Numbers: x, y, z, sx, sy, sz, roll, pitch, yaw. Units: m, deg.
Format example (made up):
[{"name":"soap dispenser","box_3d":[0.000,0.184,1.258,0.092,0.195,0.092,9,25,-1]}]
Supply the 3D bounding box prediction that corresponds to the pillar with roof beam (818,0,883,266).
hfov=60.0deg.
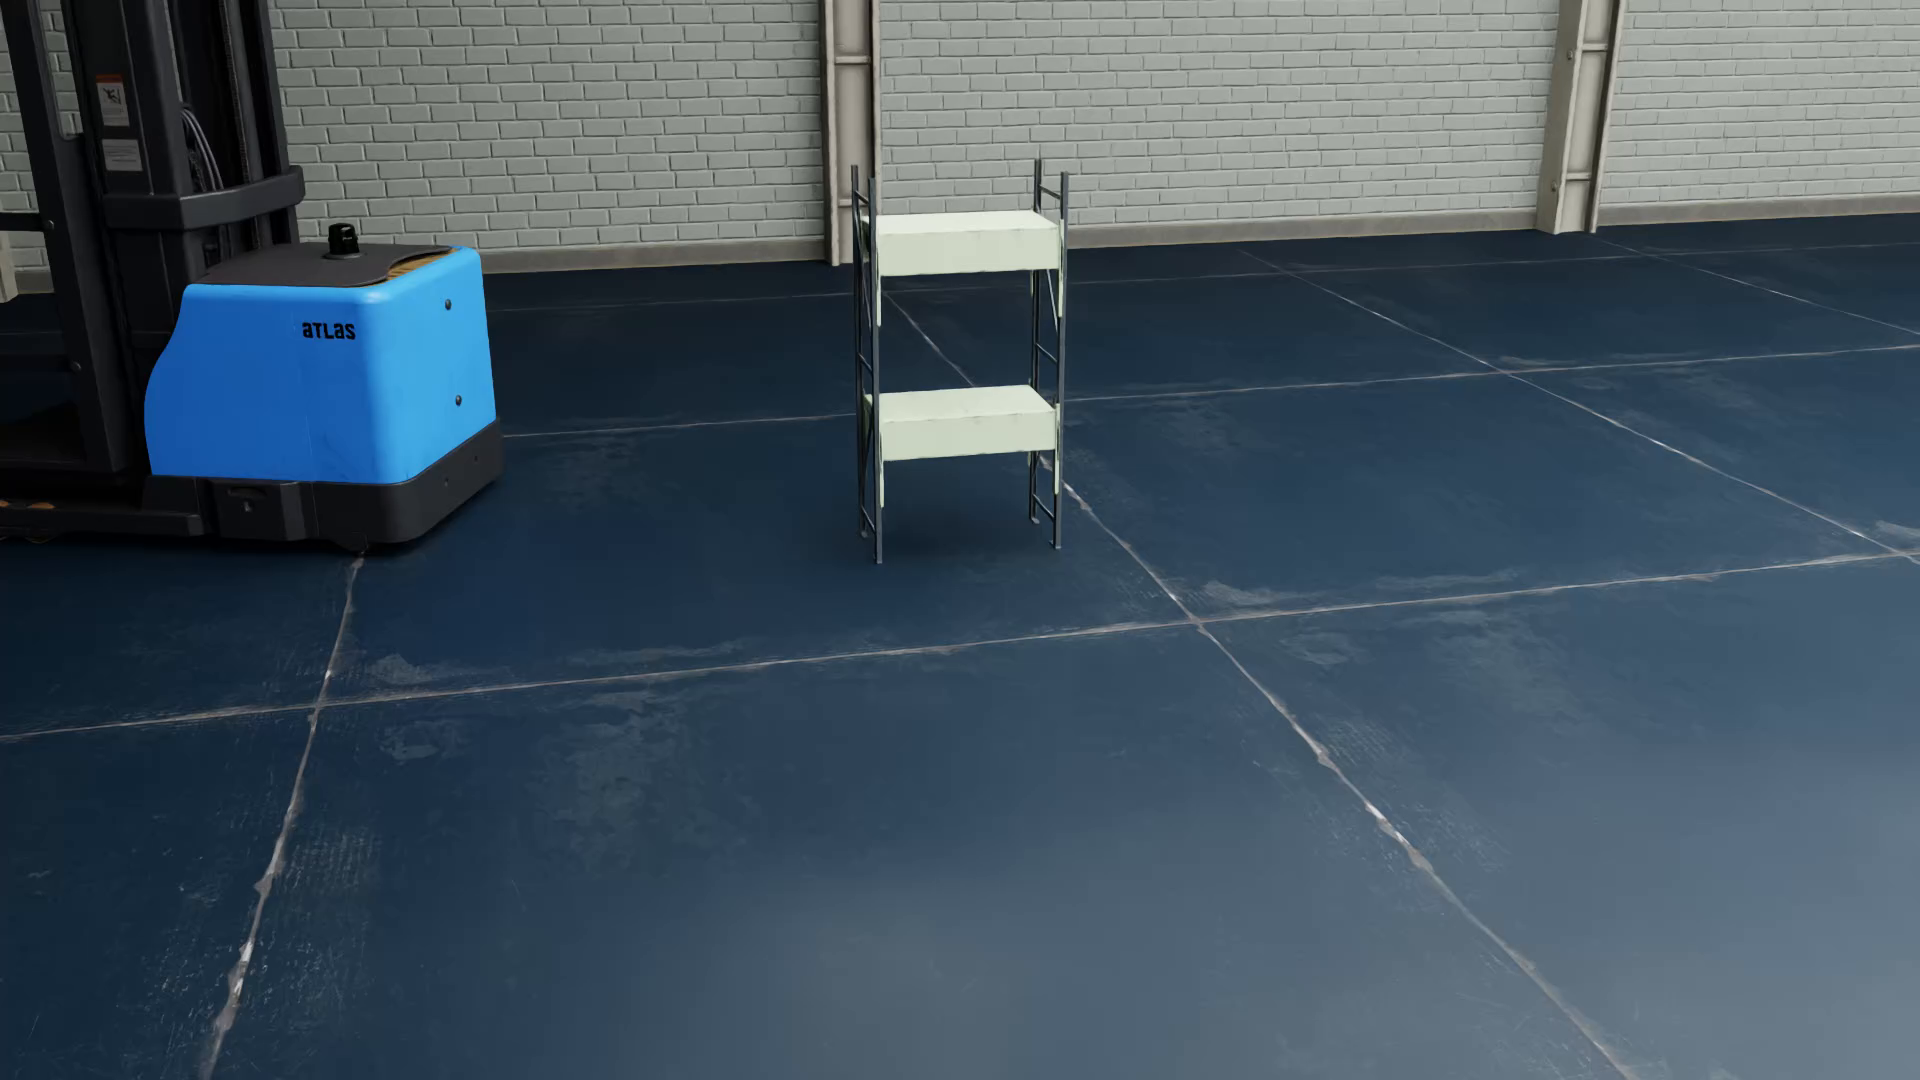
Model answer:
[{"name":"pillar with roof beam","box_3d":[0.193,-4.892,7.087,0.400,9.000,9.100,-5,21,-12]}]

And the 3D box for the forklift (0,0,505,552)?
[{"name":"forklift","box_3d":[-3.600,-1.539,6.754,3.031,2.935,1.130,3,20,7]}]

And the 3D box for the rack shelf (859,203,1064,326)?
[{"name":"rack shelf","box_3d":[-0.006,-1.070,6.421,0.720,0.370,0.431,-5,21,-12]}]

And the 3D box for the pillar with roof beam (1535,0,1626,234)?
[{"name":"pillar with roof beam","box_3d":[6.032,-5.367,8.383,0.400,9.000,9.100,-5,21,-12]}]

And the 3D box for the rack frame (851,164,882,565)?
[{"name":"rack frame","box_3d":[-0.363,-0.675,6.476,0.023,1.500,0.400,-5,21,-12]}]

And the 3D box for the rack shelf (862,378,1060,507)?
[{"name":"rack shelf","box_3d":[-0.006,-0.398,6.667,0.720,0.370,0.431,-5,21,-12]}]

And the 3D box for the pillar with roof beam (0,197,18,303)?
[{"name":"pillar with roof beam","box_3d":[-5.646,-4.417,5.791,0.400,9.000,9.100,-5,21,-12]}]

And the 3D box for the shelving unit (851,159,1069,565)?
[{"name":"shelving unit","box_3d":[-0.006,-0.704,6.555,0.755,1.500,0.431,-5,21,-12]}]

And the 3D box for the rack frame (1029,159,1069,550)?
[{"name":"rack frame","box_3d":[0.350,-0.733,6.634,0.023,1.500,0.400,-5,21,-12]}]
